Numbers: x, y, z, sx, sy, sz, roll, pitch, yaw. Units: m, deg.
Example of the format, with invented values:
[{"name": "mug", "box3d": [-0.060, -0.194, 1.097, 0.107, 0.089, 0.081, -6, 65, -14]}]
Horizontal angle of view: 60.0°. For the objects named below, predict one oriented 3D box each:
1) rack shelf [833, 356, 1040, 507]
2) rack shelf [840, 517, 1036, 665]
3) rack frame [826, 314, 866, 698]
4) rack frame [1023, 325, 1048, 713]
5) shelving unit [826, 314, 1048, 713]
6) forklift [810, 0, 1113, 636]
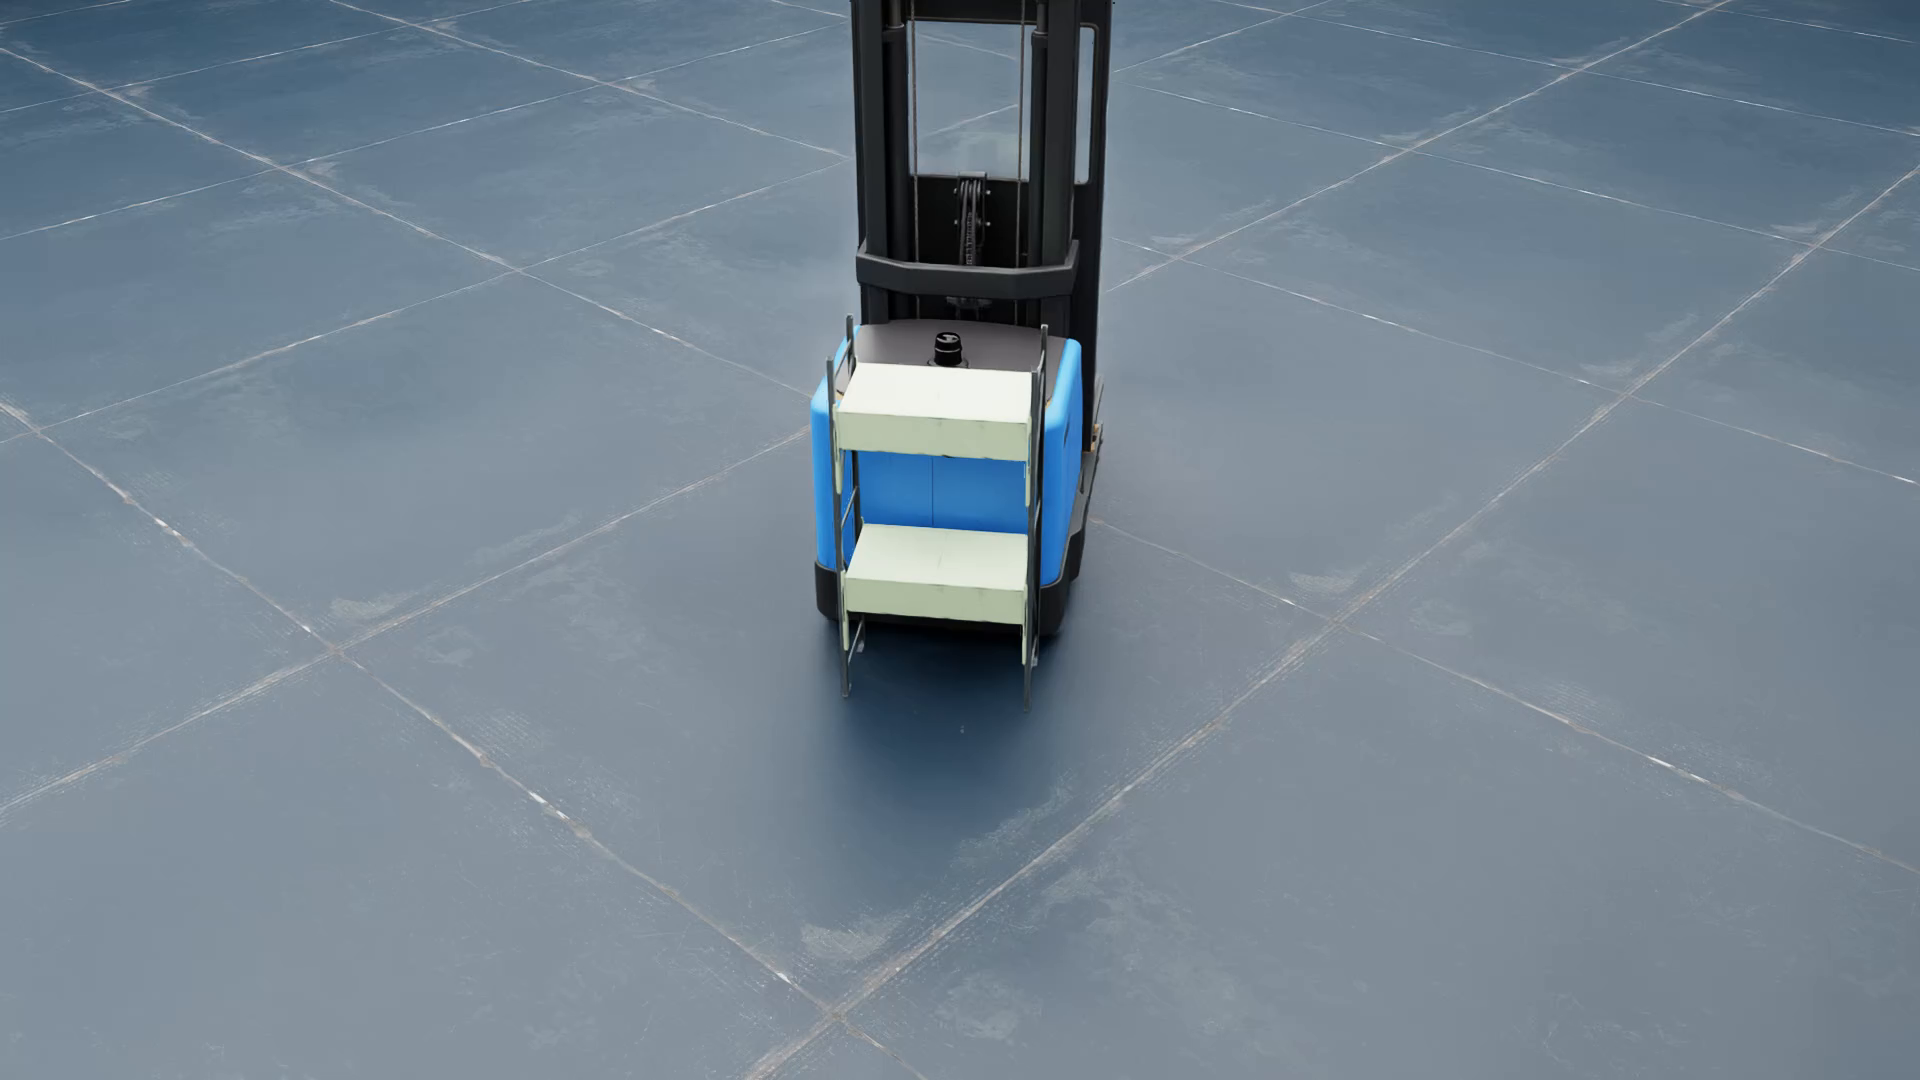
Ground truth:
[{"name": "rack shelf", "box3d": [-0.075, -0.412, 6.217, 0.720, 0.370, 0.431, 4, 32, 7]}, {"name": "rack shelf", "box3d": [-0.074, 0.197, 6.595, 0.720, 0.370, 0.431, 4, 32, 7]}, {"name": "rack frame", "box3d": [-0.437, -0.106, 6.466, 0.023, 1.500, 0.400, 4, 32, 7]}, {"name": "rack frame", "box3d": [0.288, -0.055, 6.381, 0.023, 1.500, 0.400, 4, 32, 7]}, {"name": "shelving unit", "box3d": [-0.074, -0.080, 6.423, 0.755, 1.500, 0.431, 4, 32, 7]}, {"name": "forklift", "box3d": [0.127, -1.598, 7.562, 1.130, 2.935, 3.031, 5, 31, 8]}]
